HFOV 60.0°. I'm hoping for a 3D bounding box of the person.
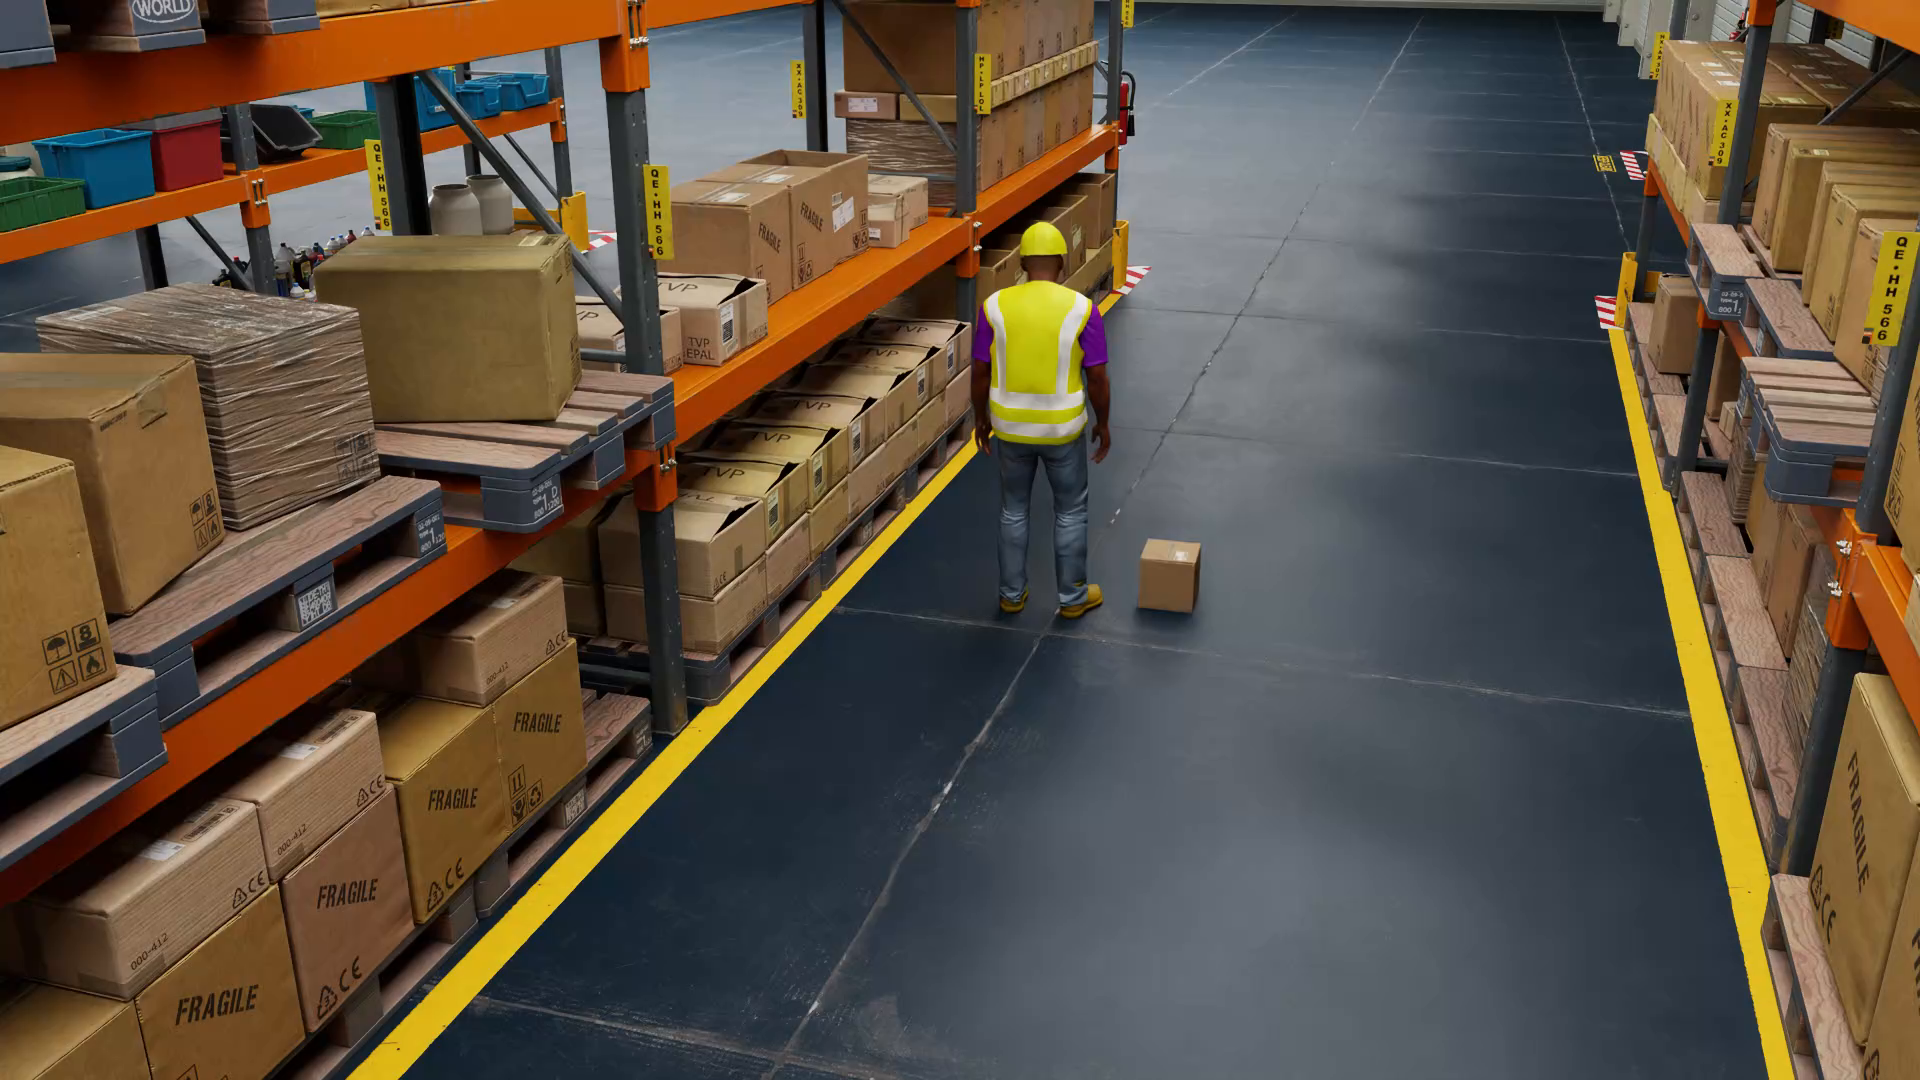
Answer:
[{"bbox_3d":[0.359,-0.515,7.350,0.618,1.760,0.460,6,22,14],"label":"person"}]
